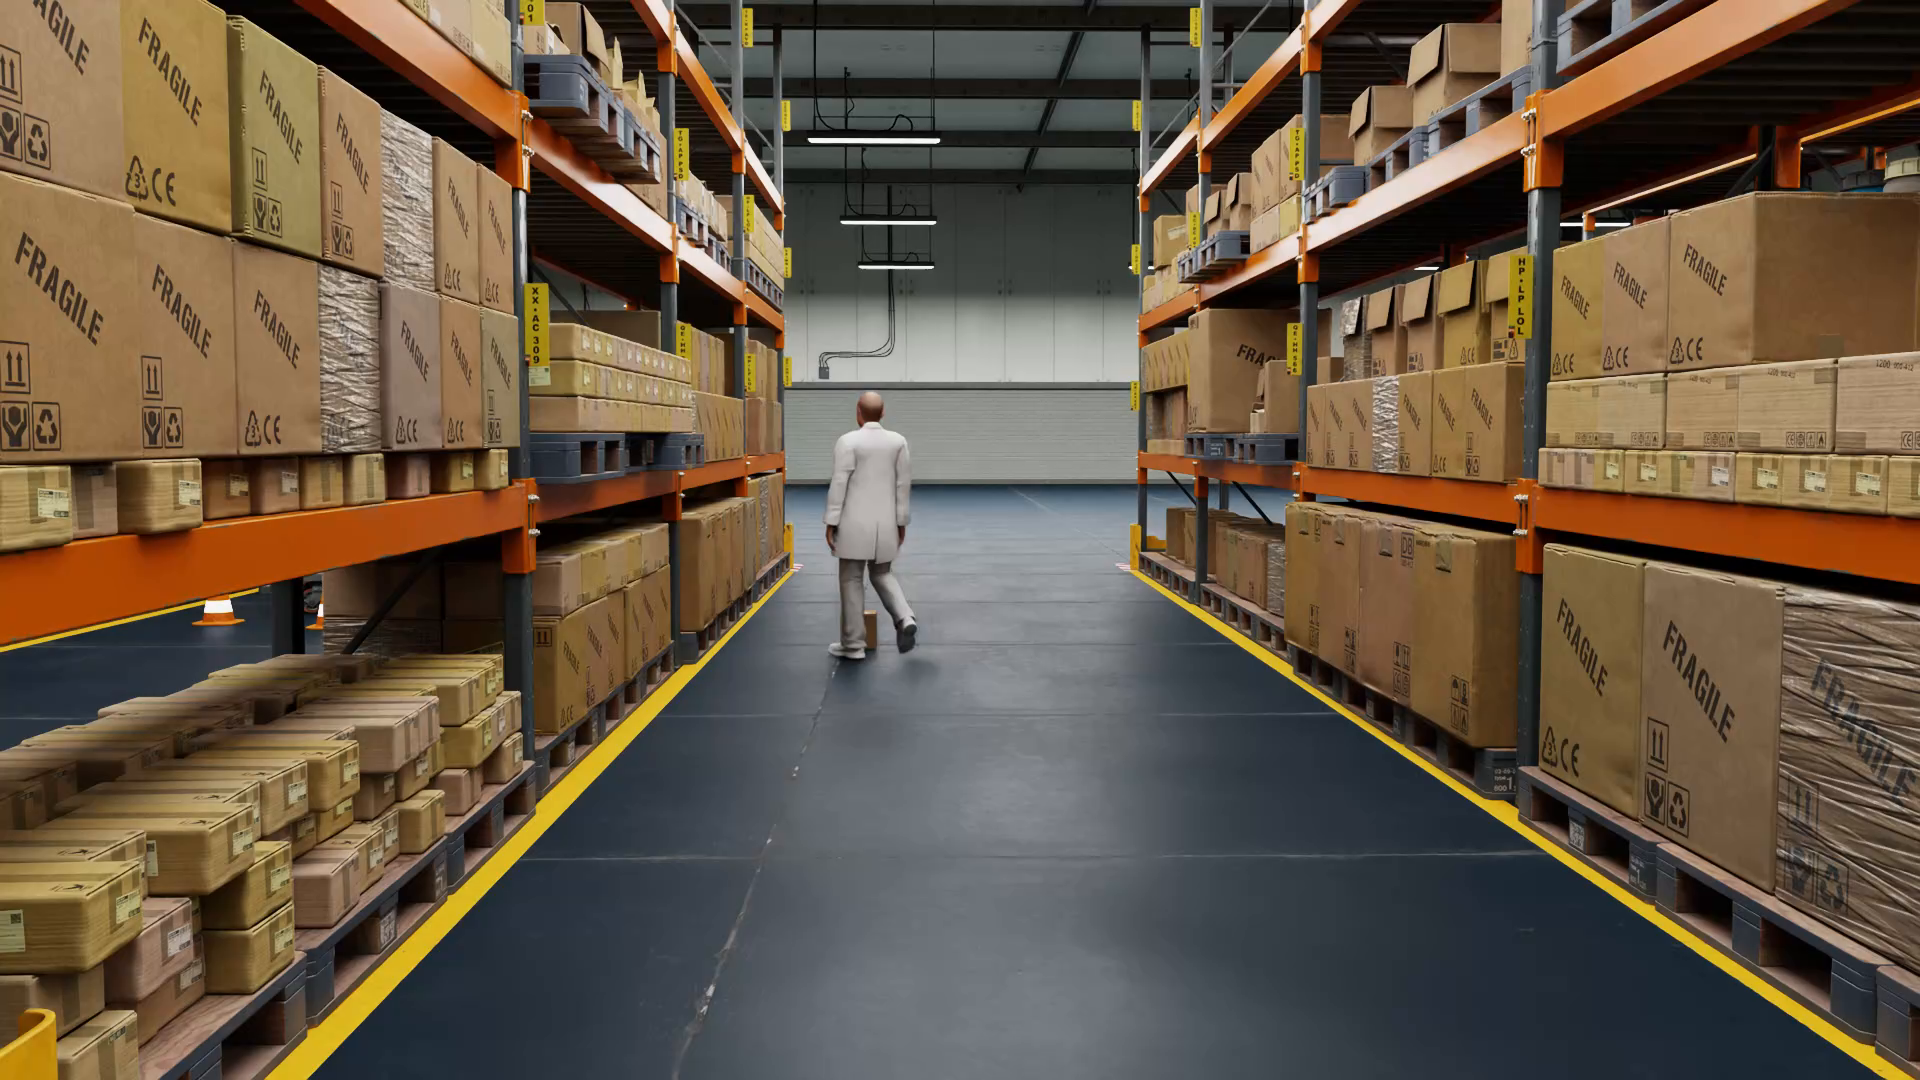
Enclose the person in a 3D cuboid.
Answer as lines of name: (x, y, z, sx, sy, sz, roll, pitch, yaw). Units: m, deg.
person: (-0.625, -0.099, 11.105, 0.630, 1.777, 0.569, -2, 4, -30)
